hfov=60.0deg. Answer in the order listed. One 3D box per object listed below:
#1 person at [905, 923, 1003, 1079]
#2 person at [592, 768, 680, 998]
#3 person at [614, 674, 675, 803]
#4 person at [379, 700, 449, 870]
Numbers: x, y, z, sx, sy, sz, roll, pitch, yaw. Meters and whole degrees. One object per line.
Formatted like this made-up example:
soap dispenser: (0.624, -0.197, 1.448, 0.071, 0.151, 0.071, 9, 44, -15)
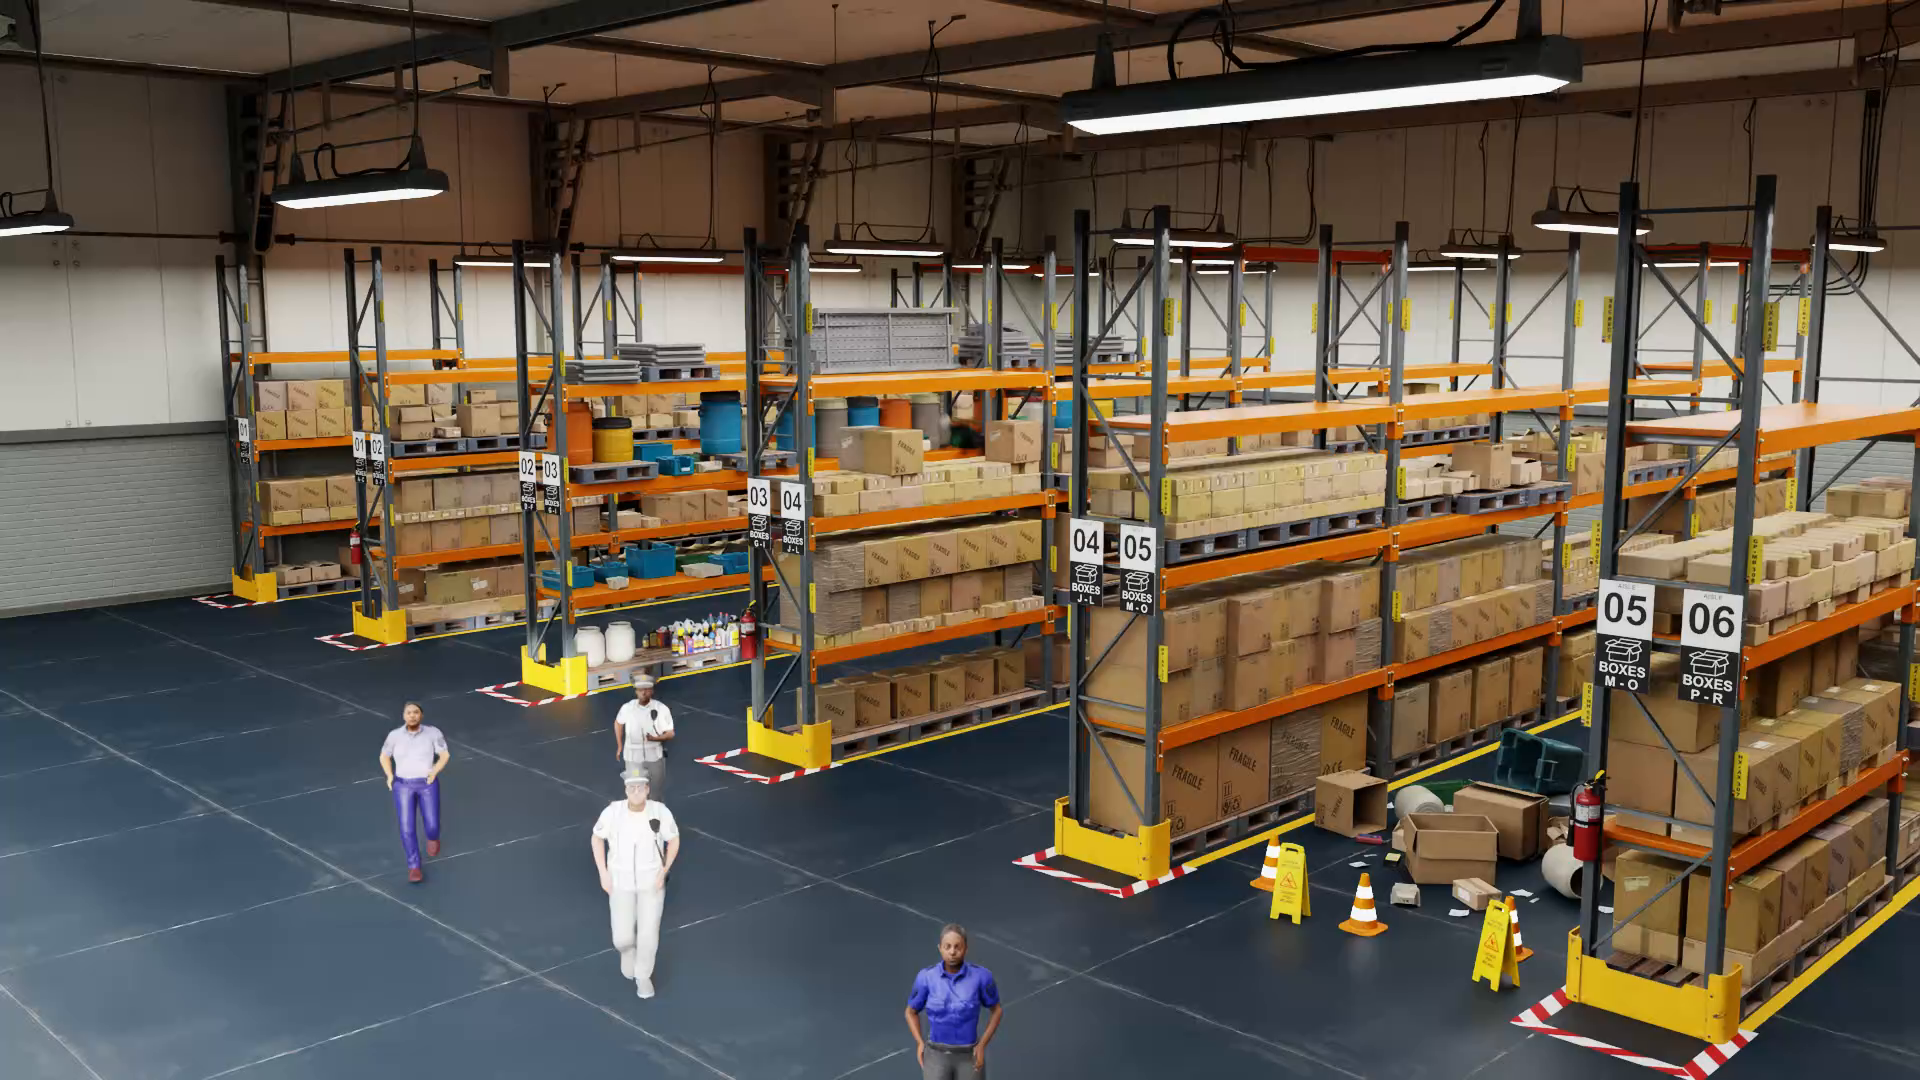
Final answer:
person: (-0.041, 3.016, 9.684, 0.573, 1.603, 0.584, 0, 8, 3)
person: (-2.436, 2.547, 12.526, 0.658, 1.748, 0.548, -1, 8, -8)
person: (-2.976, 2.095, 15.725, 0.564, 1.718, 0.887, -1, 8, -10)
person: (-4.951, 2.215, 15.115, 0.611, 1.534, 0.574, -2, 8, -15)
